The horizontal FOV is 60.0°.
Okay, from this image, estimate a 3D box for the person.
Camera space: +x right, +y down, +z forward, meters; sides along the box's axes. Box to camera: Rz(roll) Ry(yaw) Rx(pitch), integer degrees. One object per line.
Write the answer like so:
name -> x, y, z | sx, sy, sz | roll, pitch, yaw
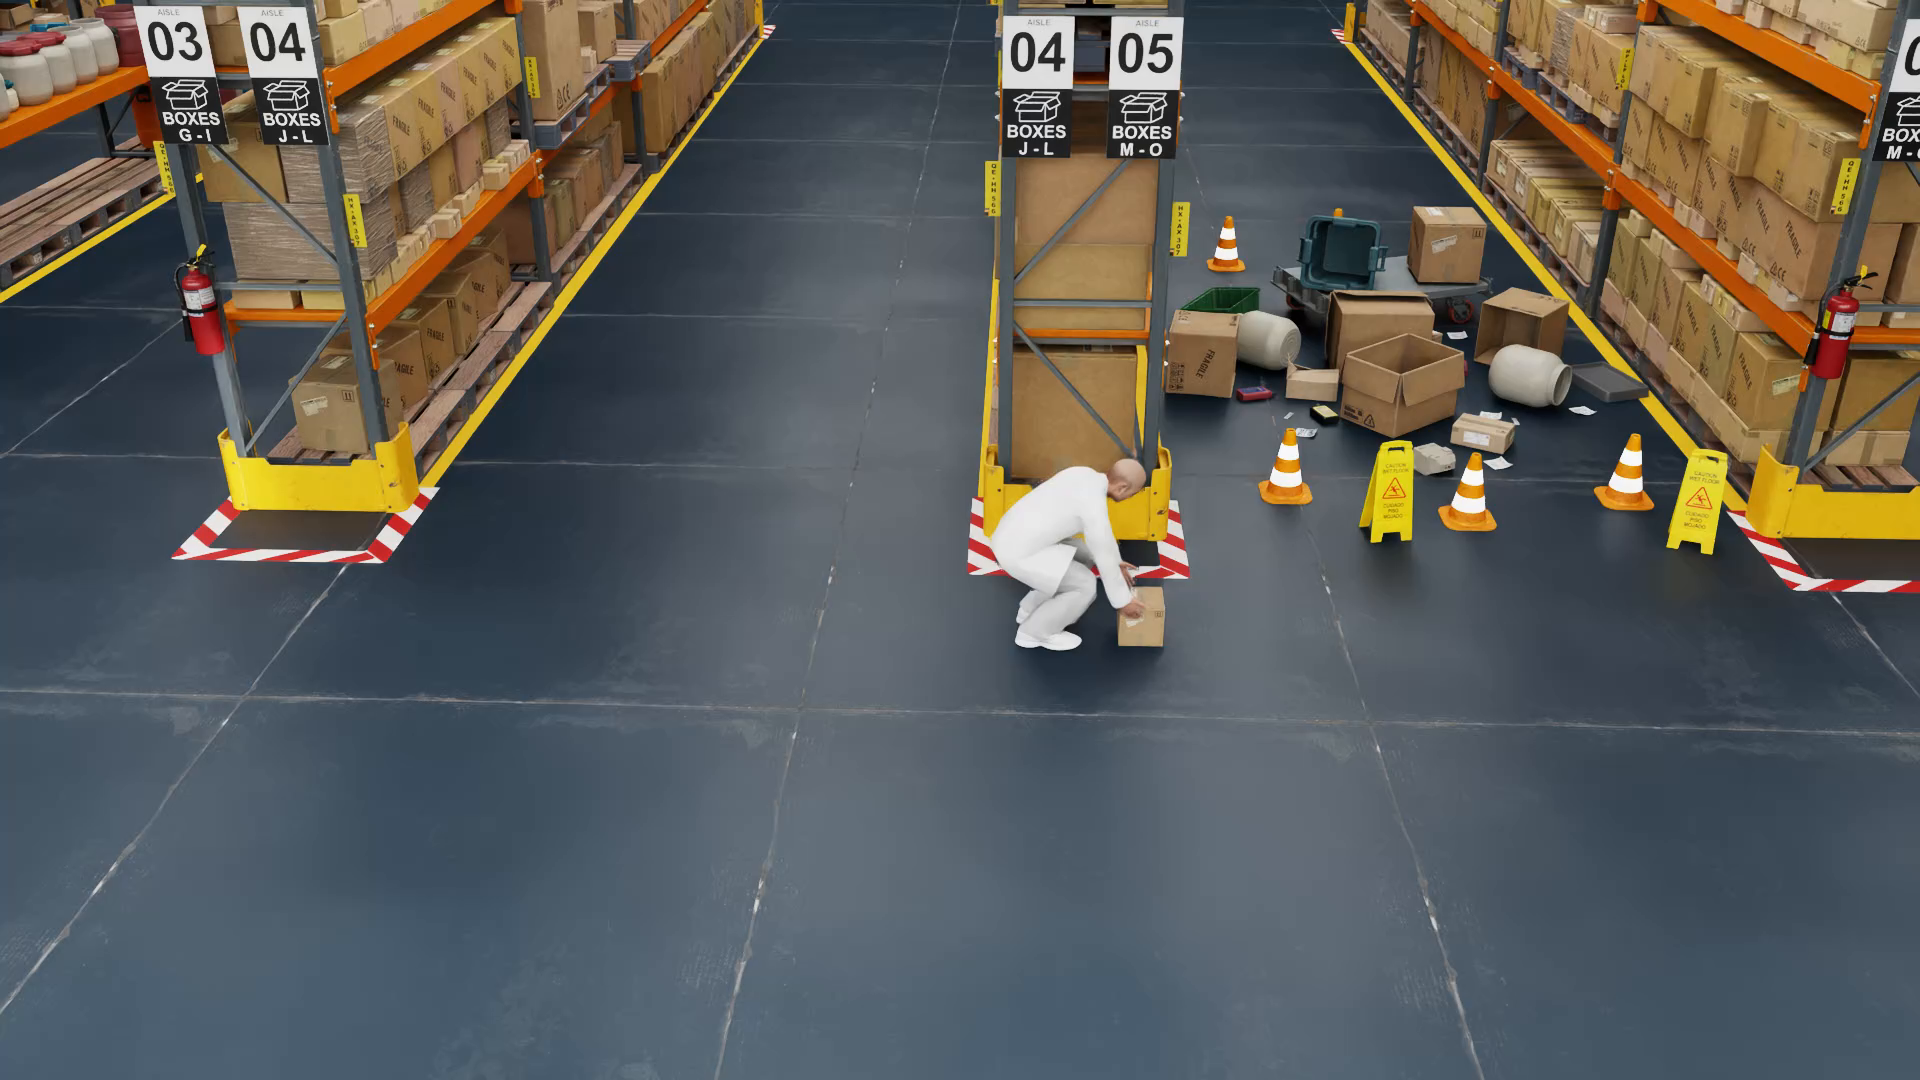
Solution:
person -> 0.610, 0.060, 9.305 | 0.879, 1.054, 0.613 | 1, 28, 2
